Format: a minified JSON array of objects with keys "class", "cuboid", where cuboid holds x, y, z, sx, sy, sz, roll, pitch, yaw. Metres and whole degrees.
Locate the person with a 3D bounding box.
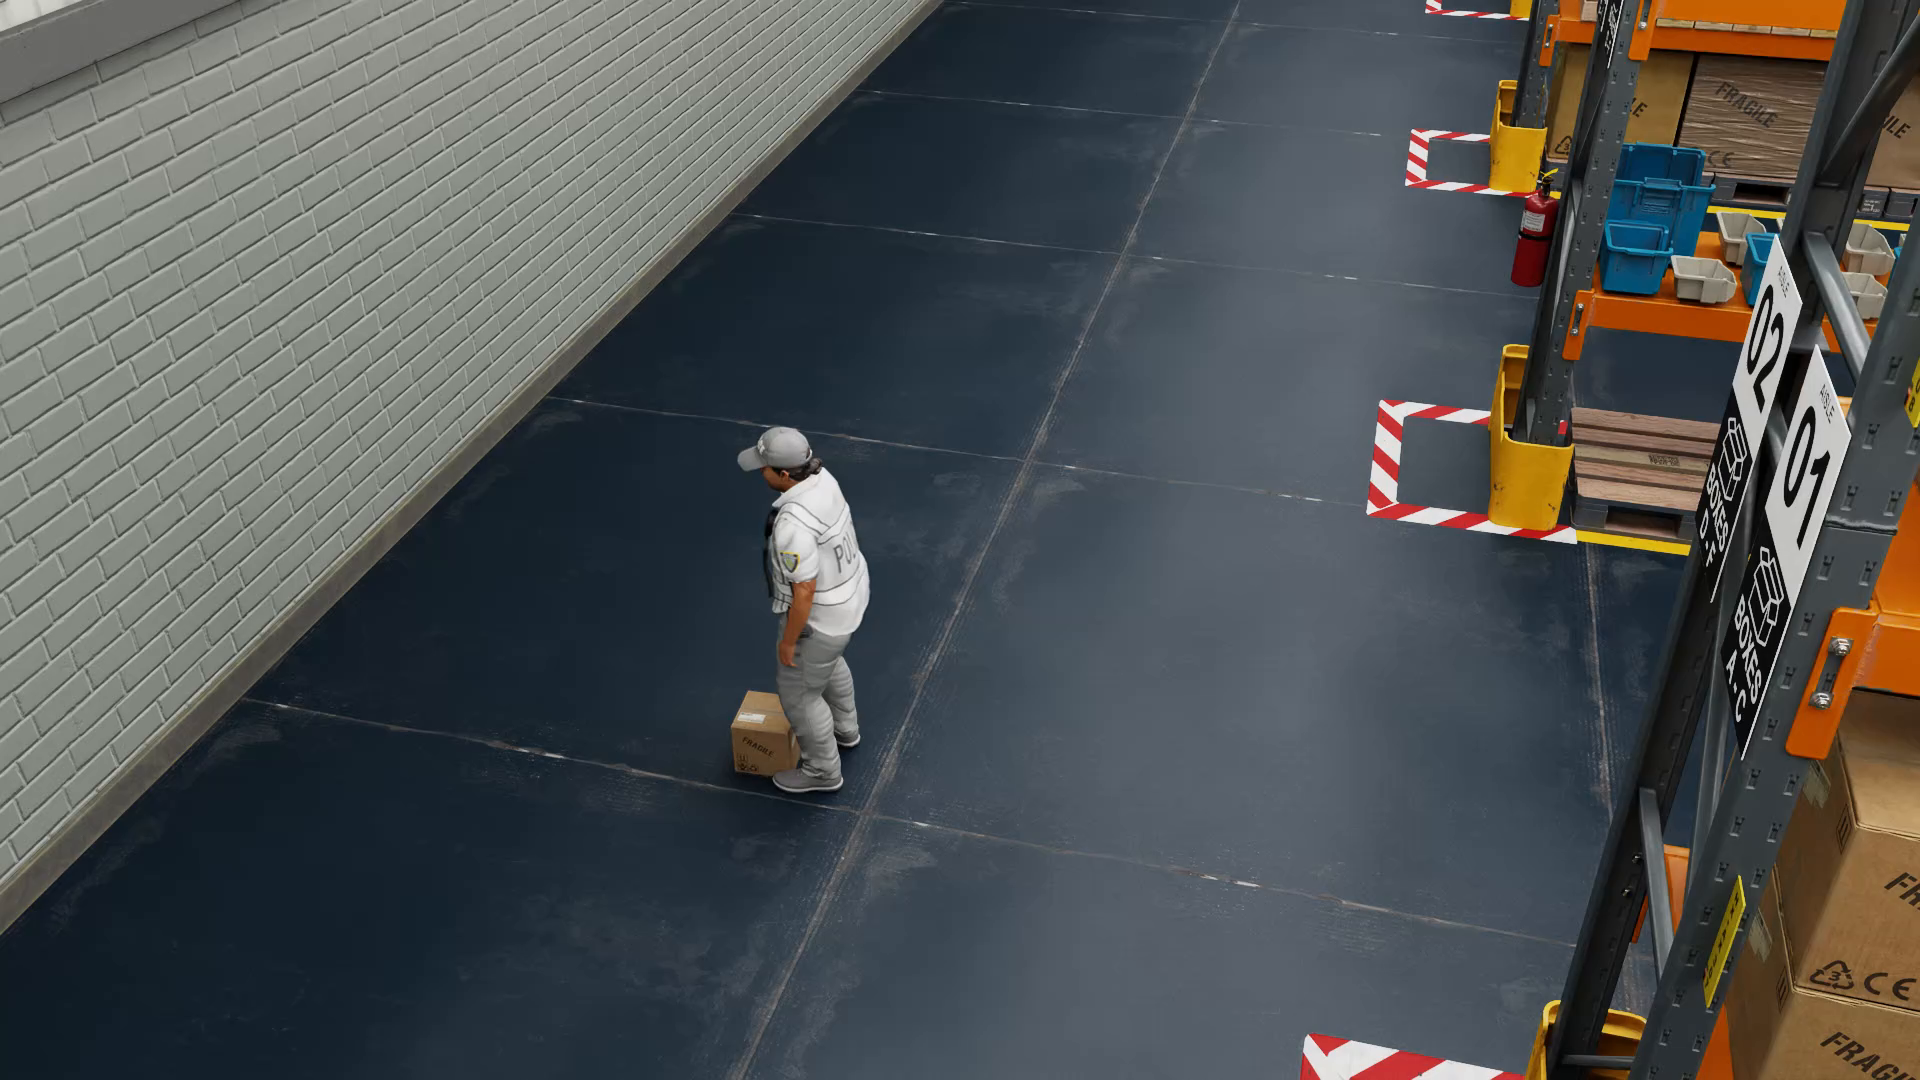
[{"class":"person","cuboid":[-0.609,0.272,6.714,0.463,1.667,0.563,7,34,10]}]
